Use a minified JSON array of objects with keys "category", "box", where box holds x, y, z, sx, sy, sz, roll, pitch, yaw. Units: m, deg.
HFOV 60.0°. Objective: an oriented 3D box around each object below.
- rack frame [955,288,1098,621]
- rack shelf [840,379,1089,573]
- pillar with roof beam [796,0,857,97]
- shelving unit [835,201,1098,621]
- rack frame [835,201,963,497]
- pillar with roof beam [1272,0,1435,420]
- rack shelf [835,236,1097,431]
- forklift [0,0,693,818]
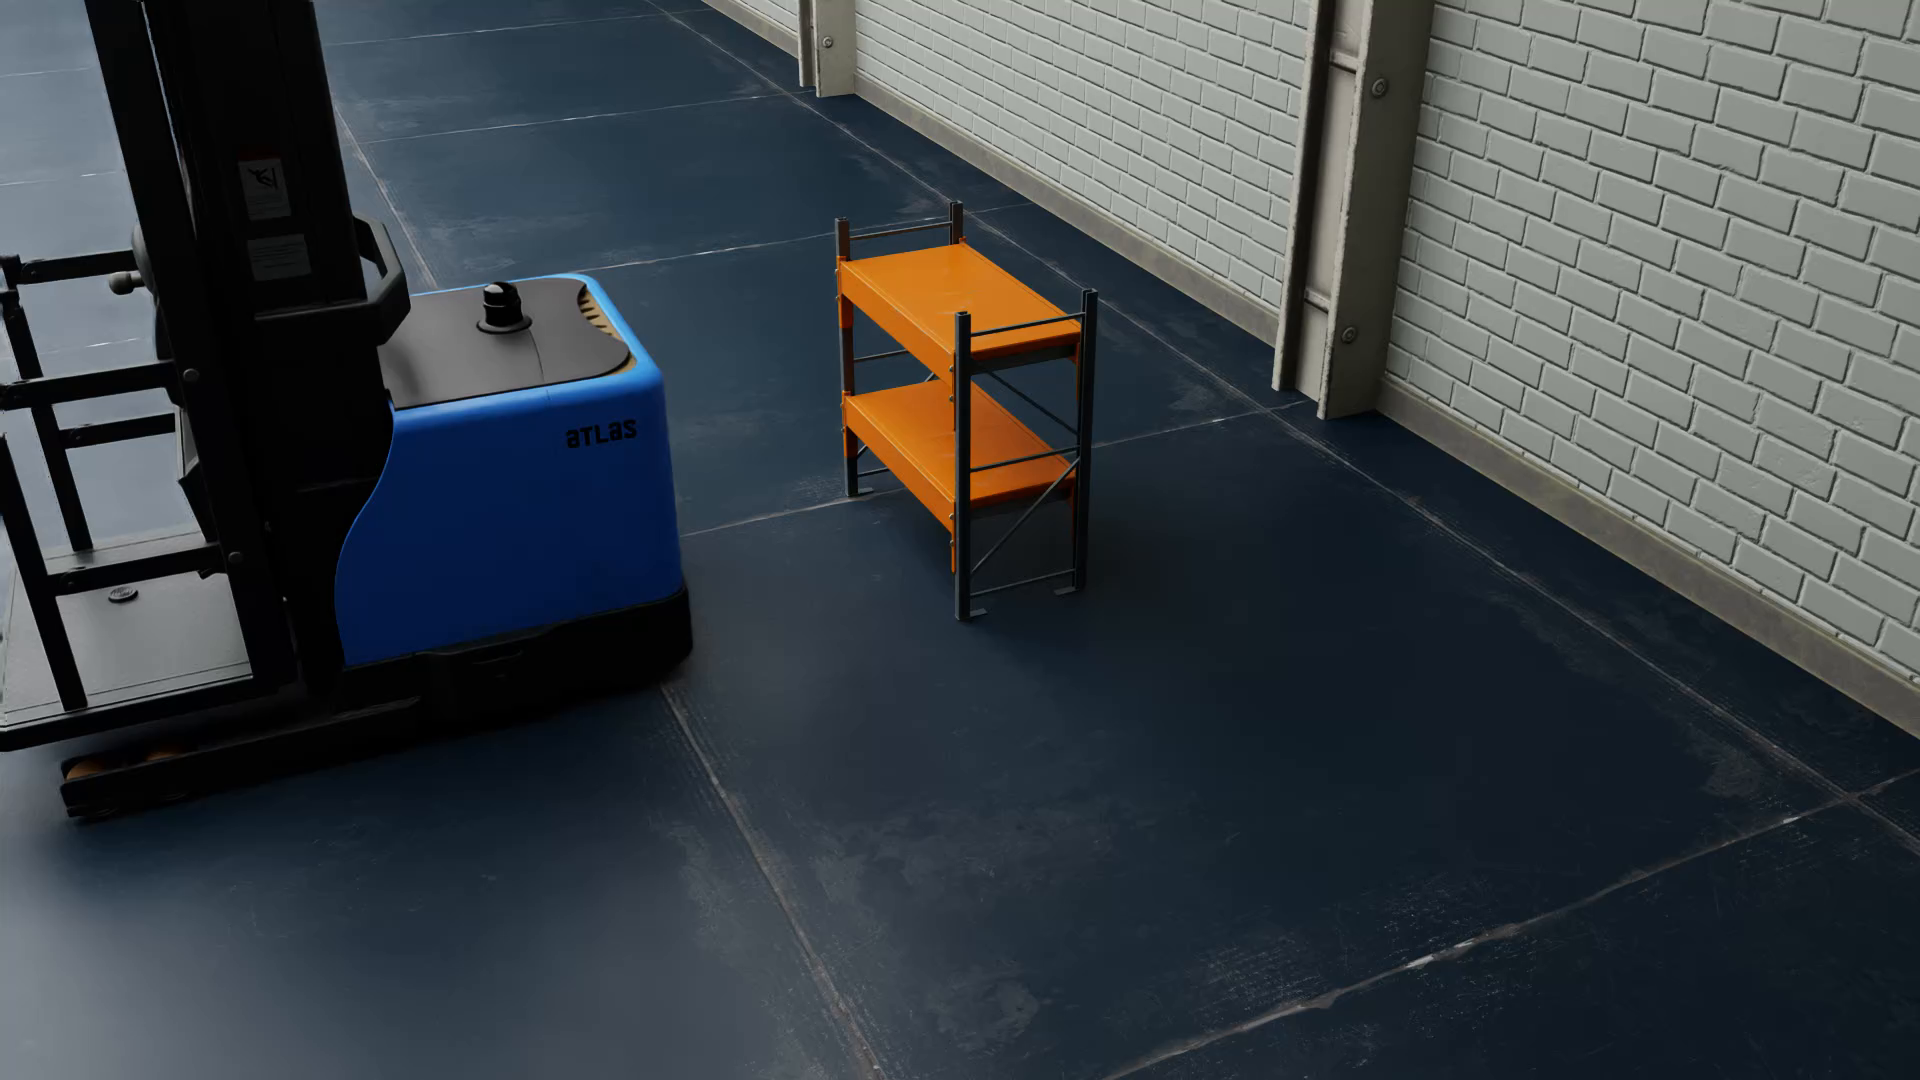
[{"category":"rack frame","box":[0.215,-0.269,5.580,0.500,1.125,0.032,-13,32,-22]},{"category":"rack shelf","box":[-0.003,-0.280,6.100,0.538,0.278,1.000,-13,32,-22]},{"category":"pillar with roof beam","box":[-4.842,-6.307,8.296,9.100,9.000,0.400,-13,32,-22]},{"category":"shelving unit","box":[-0.003,-0.494,5.980,0.538,1.125,1.048,-13,32,-22]},{"category":"rack frame","box":[-0.221,-0.718,6.381,0.500,1.125,0.032,-13,32,-22]},{"category":"pillar with roof beam","box":[-2.266,-3.656,3.570,9.100,9.000,0.400,-13,32,-22]},{"category":"rack shelf","box":[-0.003,-0.749,5.837,0.538,0.278,1.000,-13,32,-22]},{"category":"forklift","box":[-2.443,-0.769,4.625,3.031,2.935,1.130,-12,31,-21]}]
